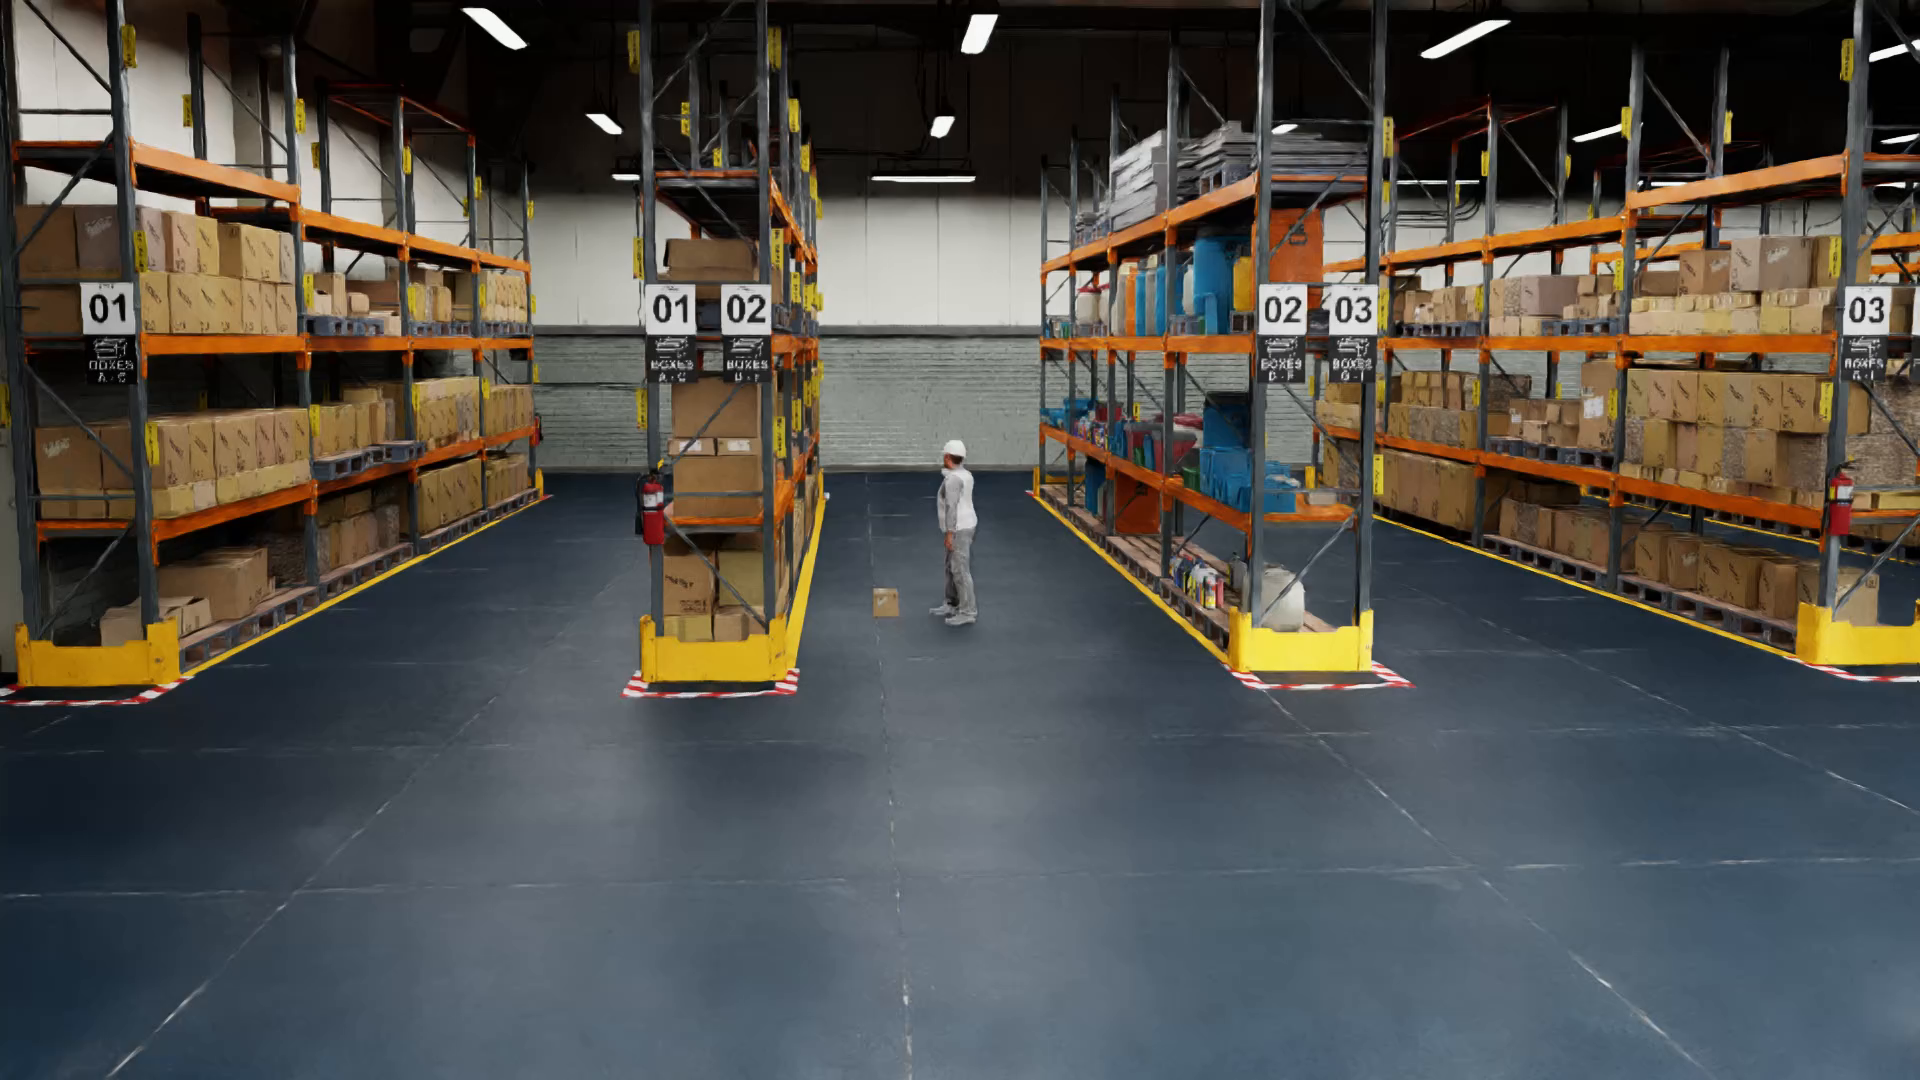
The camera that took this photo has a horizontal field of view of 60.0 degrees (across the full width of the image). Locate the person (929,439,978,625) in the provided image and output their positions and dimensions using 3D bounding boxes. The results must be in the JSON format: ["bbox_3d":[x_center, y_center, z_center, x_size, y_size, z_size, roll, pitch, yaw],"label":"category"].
[{"bbox_3d":[-0.065,-0.090,16.245,0.525,1.779,0.574,1,7,12],"label":"person"}]
